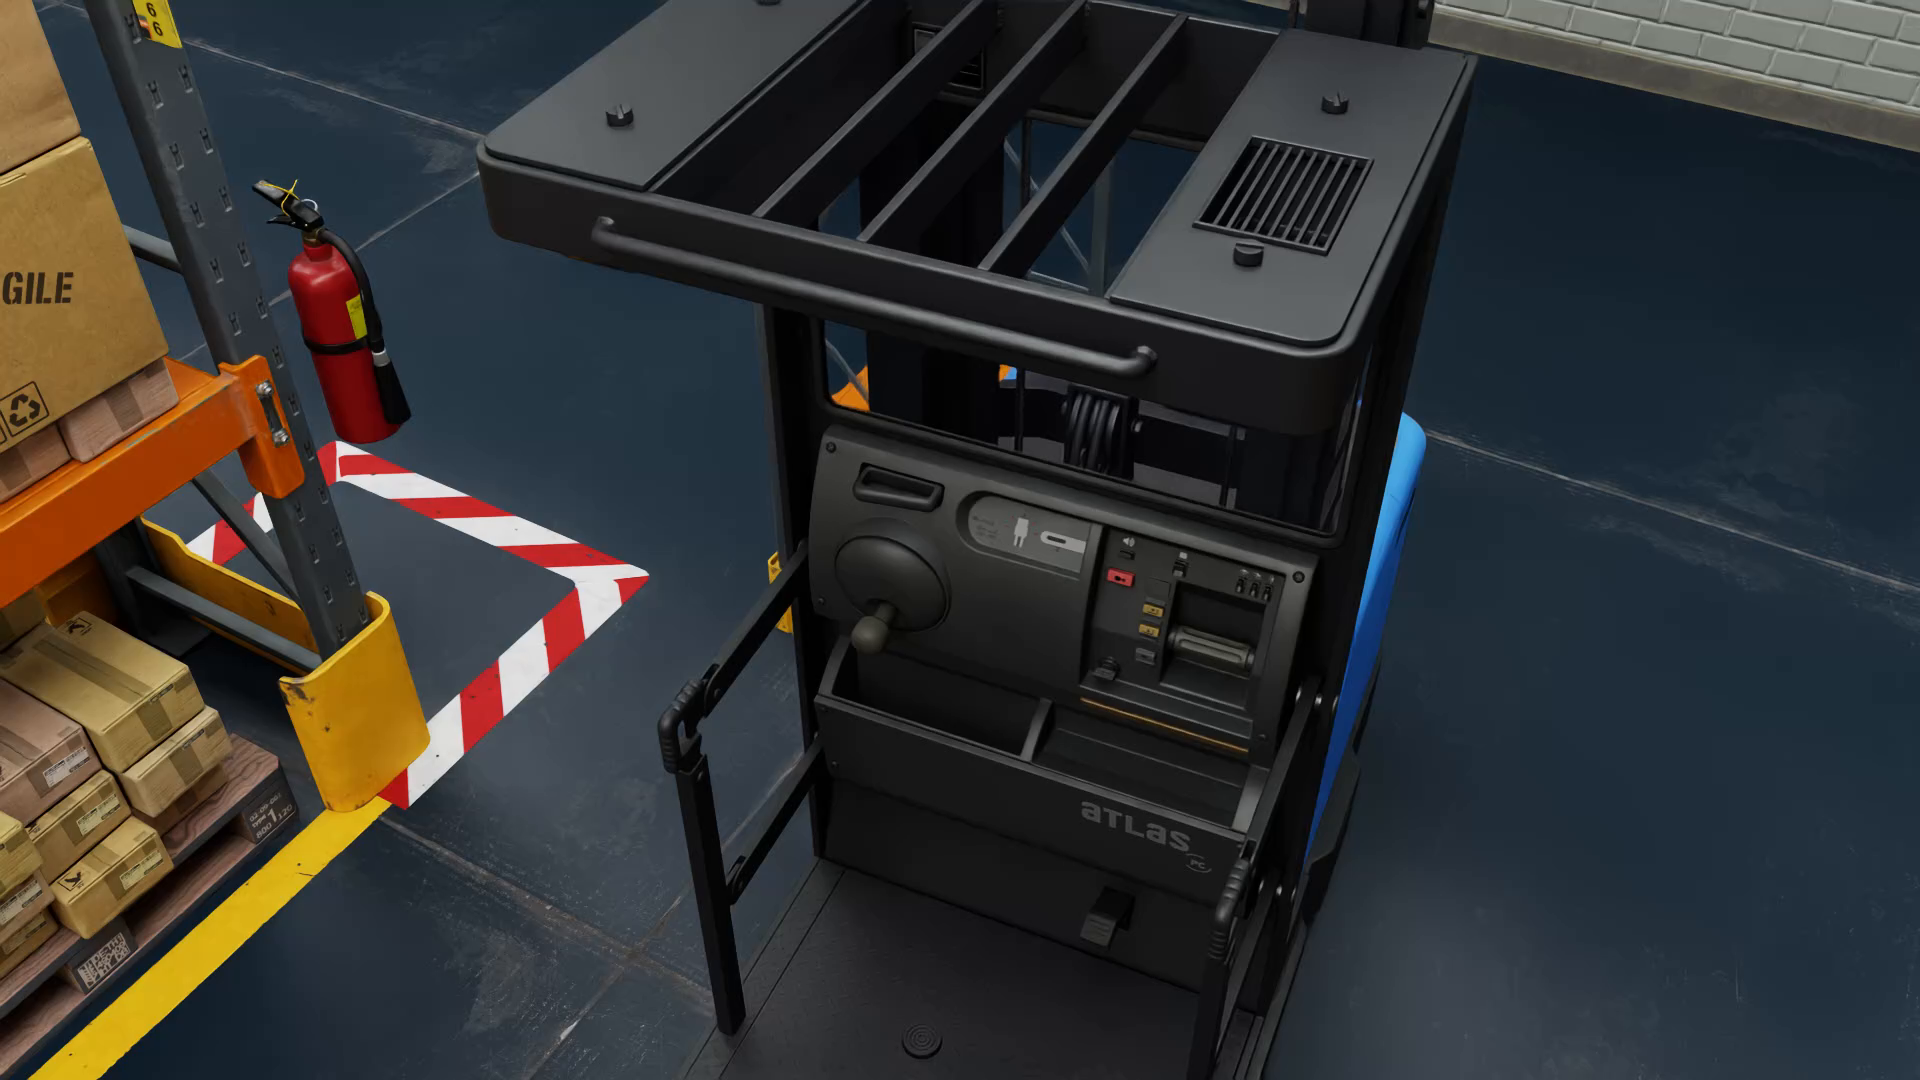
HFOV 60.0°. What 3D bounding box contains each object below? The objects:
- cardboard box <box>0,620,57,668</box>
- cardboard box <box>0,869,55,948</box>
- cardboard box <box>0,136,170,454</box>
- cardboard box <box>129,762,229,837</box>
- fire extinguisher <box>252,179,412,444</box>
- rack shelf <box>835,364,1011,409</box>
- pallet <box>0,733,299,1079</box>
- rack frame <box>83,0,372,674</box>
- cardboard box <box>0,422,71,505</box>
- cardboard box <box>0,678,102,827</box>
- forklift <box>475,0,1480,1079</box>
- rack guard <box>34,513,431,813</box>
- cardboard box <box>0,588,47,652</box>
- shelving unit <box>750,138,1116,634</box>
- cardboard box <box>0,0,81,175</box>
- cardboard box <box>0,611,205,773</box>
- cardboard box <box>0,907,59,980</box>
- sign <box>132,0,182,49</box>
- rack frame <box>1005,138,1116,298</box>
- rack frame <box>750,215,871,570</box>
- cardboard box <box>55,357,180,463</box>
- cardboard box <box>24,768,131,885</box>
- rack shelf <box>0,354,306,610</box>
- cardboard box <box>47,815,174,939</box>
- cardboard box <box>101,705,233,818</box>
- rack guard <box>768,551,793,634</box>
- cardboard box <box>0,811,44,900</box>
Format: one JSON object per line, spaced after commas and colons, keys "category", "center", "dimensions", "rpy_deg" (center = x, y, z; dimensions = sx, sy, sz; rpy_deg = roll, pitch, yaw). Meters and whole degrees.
{"category": "cardboard box", "center": [-2.485, 0.297, 4.258], "dimensions": [0.380, 0.149, 0.250], "rpy_deg": [23, 46, 24]}
{"category": "cardboard box", "center": [-2.276, 0.776, 3.713], "dimensions": [0.380, 0.149, 0.250], "rpy_deg": [19, 45, 20]}
{"category": "cardboard box", "center": [-2.003, -0.526, 3.277], "dimensions": [0.500, 0.500, 0.500], "rpy_deg": [22, 46, 23]}
{"category": "cardboard box", "center": [-2.084, 0.564, 4.180], "dimensions": [0.380, 0.149, 0.250], "rpy_deg": [22, 46, 23]}
{"category": "fire extinguisher", "center": [-1.475, -0.541, 3.936], "dimensions": [0.296, 0.674, 0.183], "rpy_deg": [21, 45, 22]}
{"category": "rack shelf", "center": [-0.043, -0.379, 4.818], "dimensions": [0.538, 0.185, 1.000], "rpy_deg": [21, 45, 22]}
{"category": "pallet", "center": [-2.476, 0.824, 4.154], "dimensions": [1.003, 0.211, 1.213], "rpy_deg": [21, 45, 22]}
{"category": "rack frame", "center": [-2.001, -0.719, 3.797], "dimensions": [1.000, 3.000, 0.127], "rpy_deg": [21, 45, 22]}
{"category": "cardboard box", "center": [-2.076, -0.215, 3.414], "dimensions": [0.380, 0.149, 0.250], "rpy_deg": [21, 45, 22]}
{"category": "cardboard box", "center": [-2.222, 0.482, 3.823], "dimensions": [0.380, 0.149, 0.250], "rpy_deg": [22, 46, 23]}
{"category": "forklift", "center": [0.074, 0.169, 2.841], "dimensions": [1.130, 2.935, 3.031], "rpy_deg": [16, 44, 17]}
{"category": "rack guard", "center": [-2.039, 0.263, 4.573], "dimensions": [1.175, 0.500, 0.348], "rpy_deg": [21, 45, 22]}
{"category": "cardboard box", "center": [-2.557, 0.158, 4.191], "dimensions": [0.380, 0.149, 0.250], "rpy_deg": [19, 45, 20]}
{"category": "shelving unit", "center": [-0.038, -0.519, 4.705], "dimensions": [0.587, 1.500, 1.083], "rpy_deg": [21, 45, 22]}
{"category": "cardboard box", "center": [-2.014, -0.899, 2.944], "dimensions": [0.500, 0.500, 0.500], "rpy_deg": [20, 45, 21]}
{"category": "cardboard box", "center": [-2.046, 0.357, 3.964], "dimensions": [0.380, 0.149, 0.250], "rpy_deg": [21, 46, 23]}
{"category": "cardboard box", "center": [-2.331, 0.867, 3.835], "dimensions": [0.380, 0.149, 0.250], "rpy_deg": [21, 45, 22]}
{"category": "sign", "center": [-1.530, -1.077, 3.088], "dimensions": [0.100, 0.325, 0.005], "rpy_deg": [21, 45, 22]}
{"category": "rack frame", "center": [0.212, -0.805, 5.029], "dimensions": [0.500, 1.500, 0.032], "rpy_deg": [21, 45, 22]}
{"category": "rack frame", "center": [-0.297, -0.223, 4.369], "dimensions": [0.500, 1.500, 0.032], "rpy_deg": [21, 45, 22]}
{"category": "cardboard box", "center": [-1.919, -0.344, 3.562], "dimensions": [0.380, 0.149, 0.250], "rpy_deg": [21, 46, 22]}
{"category": "cardboard box", "center": [-2.195, 0.610, 3.902], "dimensions": [0.380, 0.149, 0.250], "rpy_deg": [20, 45, 21]}
{"category": "rack shelf", "center": [-3.002, 0.696, 2.735], "dimensions": [1.077, 0.370, 4.000], "rpy_deg": [21, 45, 22]}
{"category": "cardboard box", "center": [-2.125, 0.744, 3.975], "dimensions": [0.380, 0.149, 0.250], "rpy_deg": [22, 46, 23]}
{"category": "cardboard box", "center": [-2.018, 0.478, 4.052], "dimensions": [0.380, 0.149, 0.250], "rpy_deg": [20, 45, 21]}
{"category": "rack guard", "center": [-0.287, 0.235, 4.794], "dimensions": [0.587, 0.250, 0.087], "rpy_deg": [21, 45, 22]}
{"category": "cardboard box", "center": [-2.241, 0.672, 3.607], "dimensions": [0.380, 0.149, 0.250], "rpy_deg": [20, 45, 21]}
